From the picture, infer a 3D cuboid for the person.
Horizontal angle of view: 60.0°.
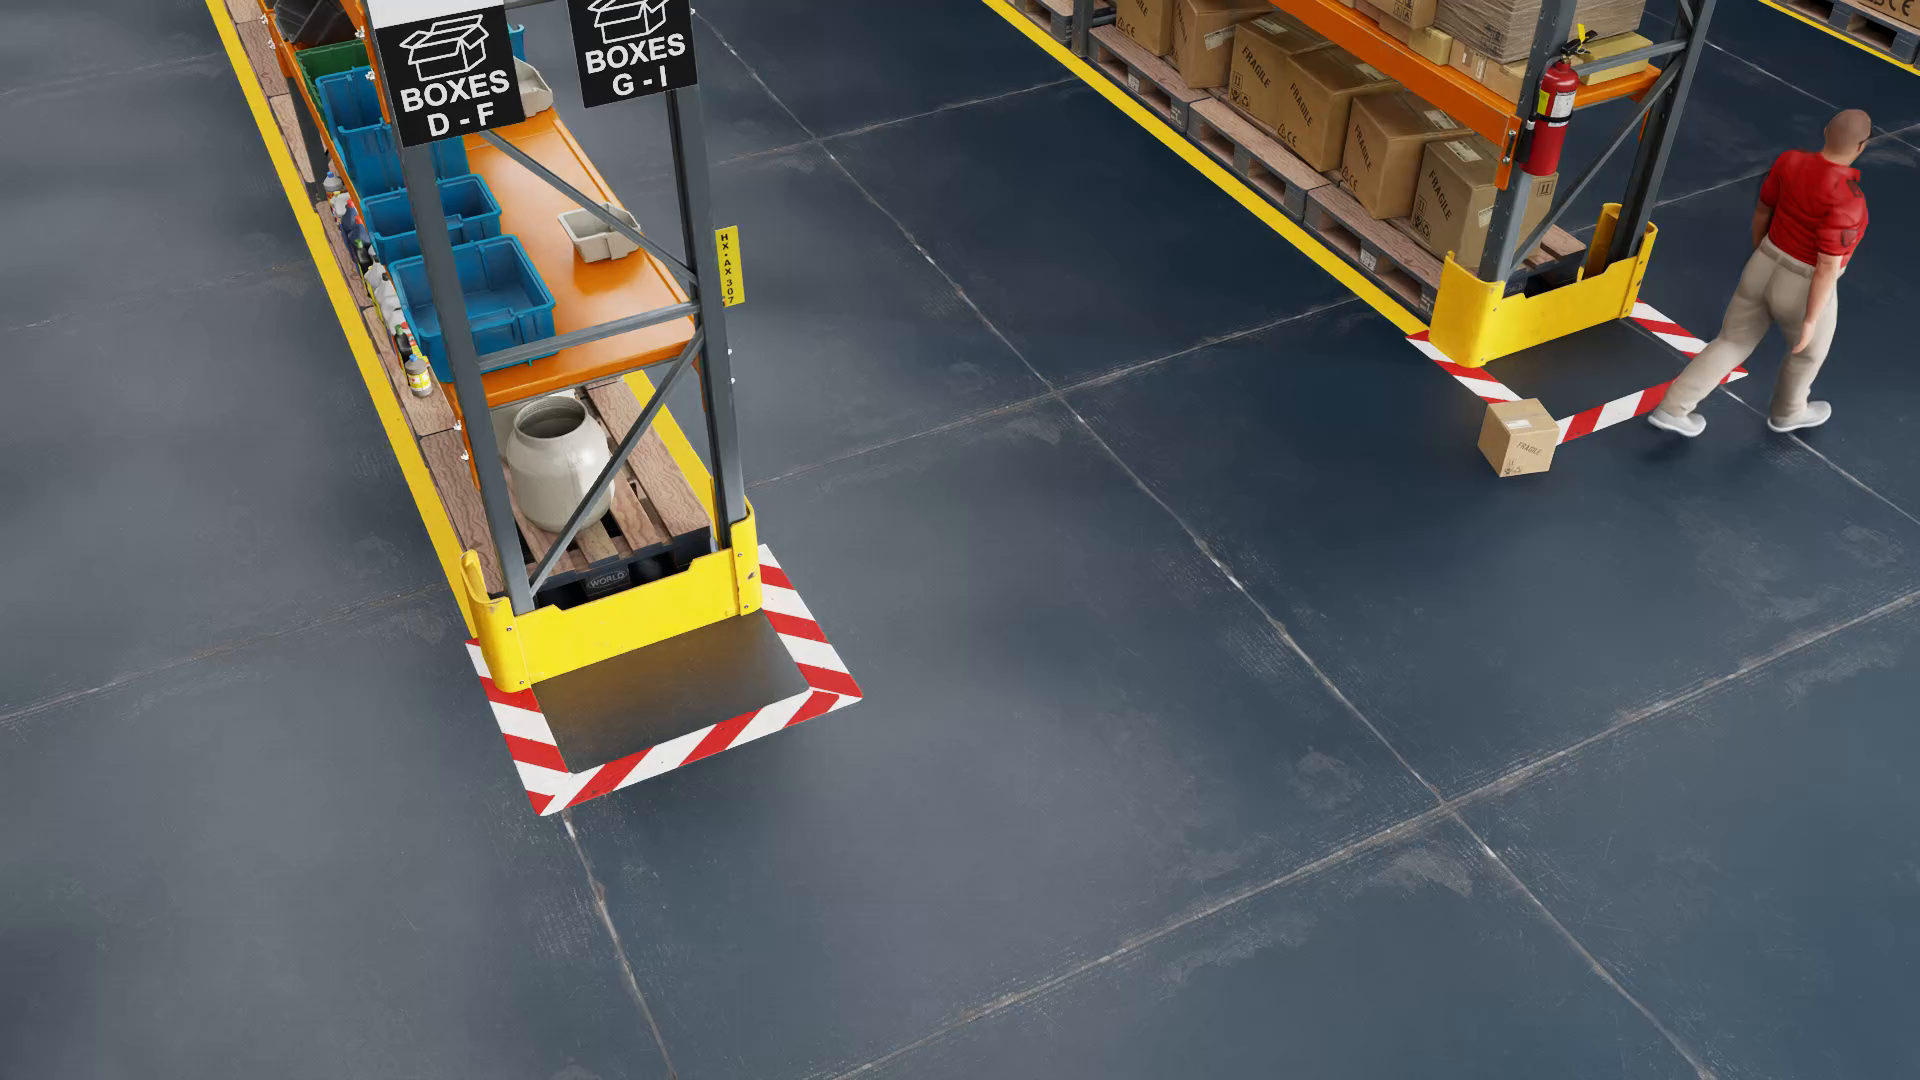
[{"bbox_3d":[3.754,-1.170,7.515,0.975,1.685,0.587,-16,43,-17],"label":"person"}]
